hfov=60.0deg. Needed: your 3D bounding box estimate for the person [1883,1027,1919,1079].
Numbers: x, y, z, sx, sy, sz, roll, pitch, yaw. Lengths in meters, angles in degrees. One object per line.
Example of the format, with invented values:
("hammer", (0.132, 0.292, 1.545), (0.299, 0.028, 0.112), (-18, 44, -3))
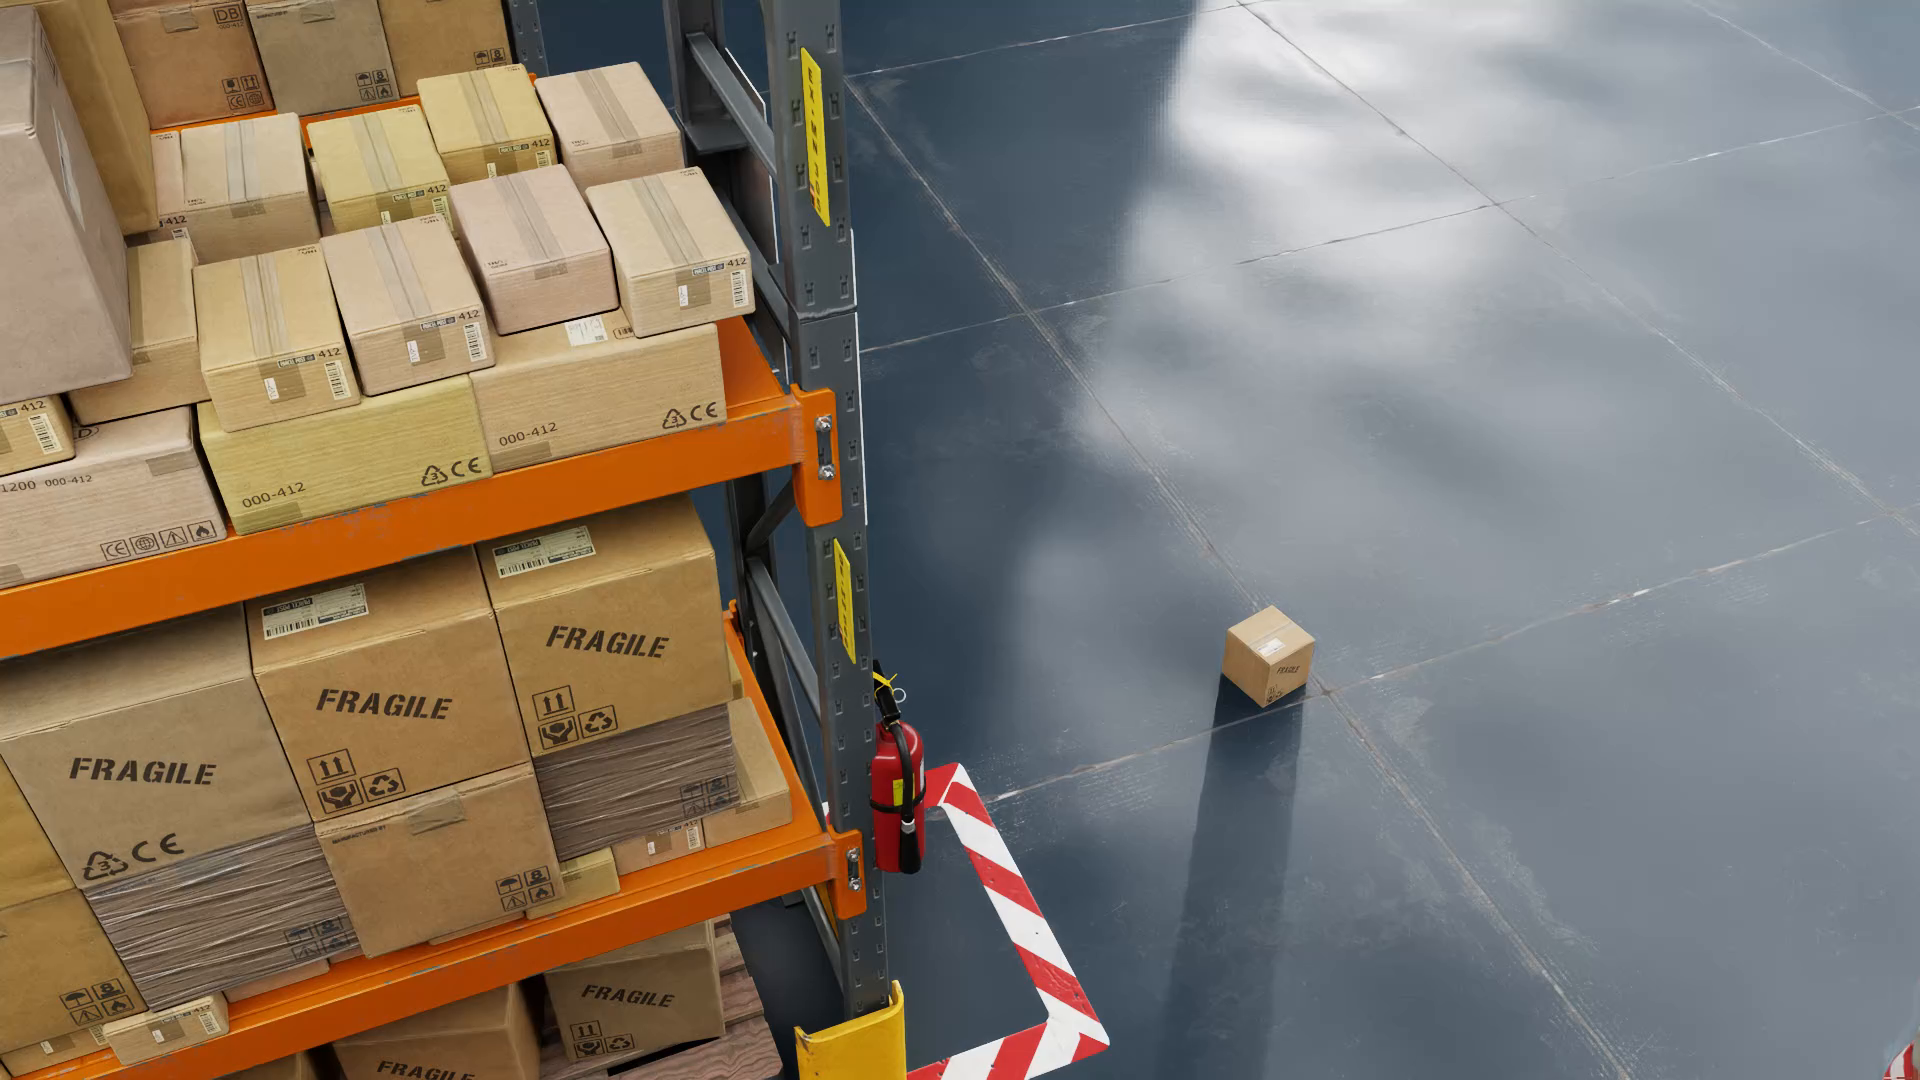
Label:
("person", (2.596, 1.487, 4.431), (0.539, 1.766, 0.757), (-24, 47, -25))
